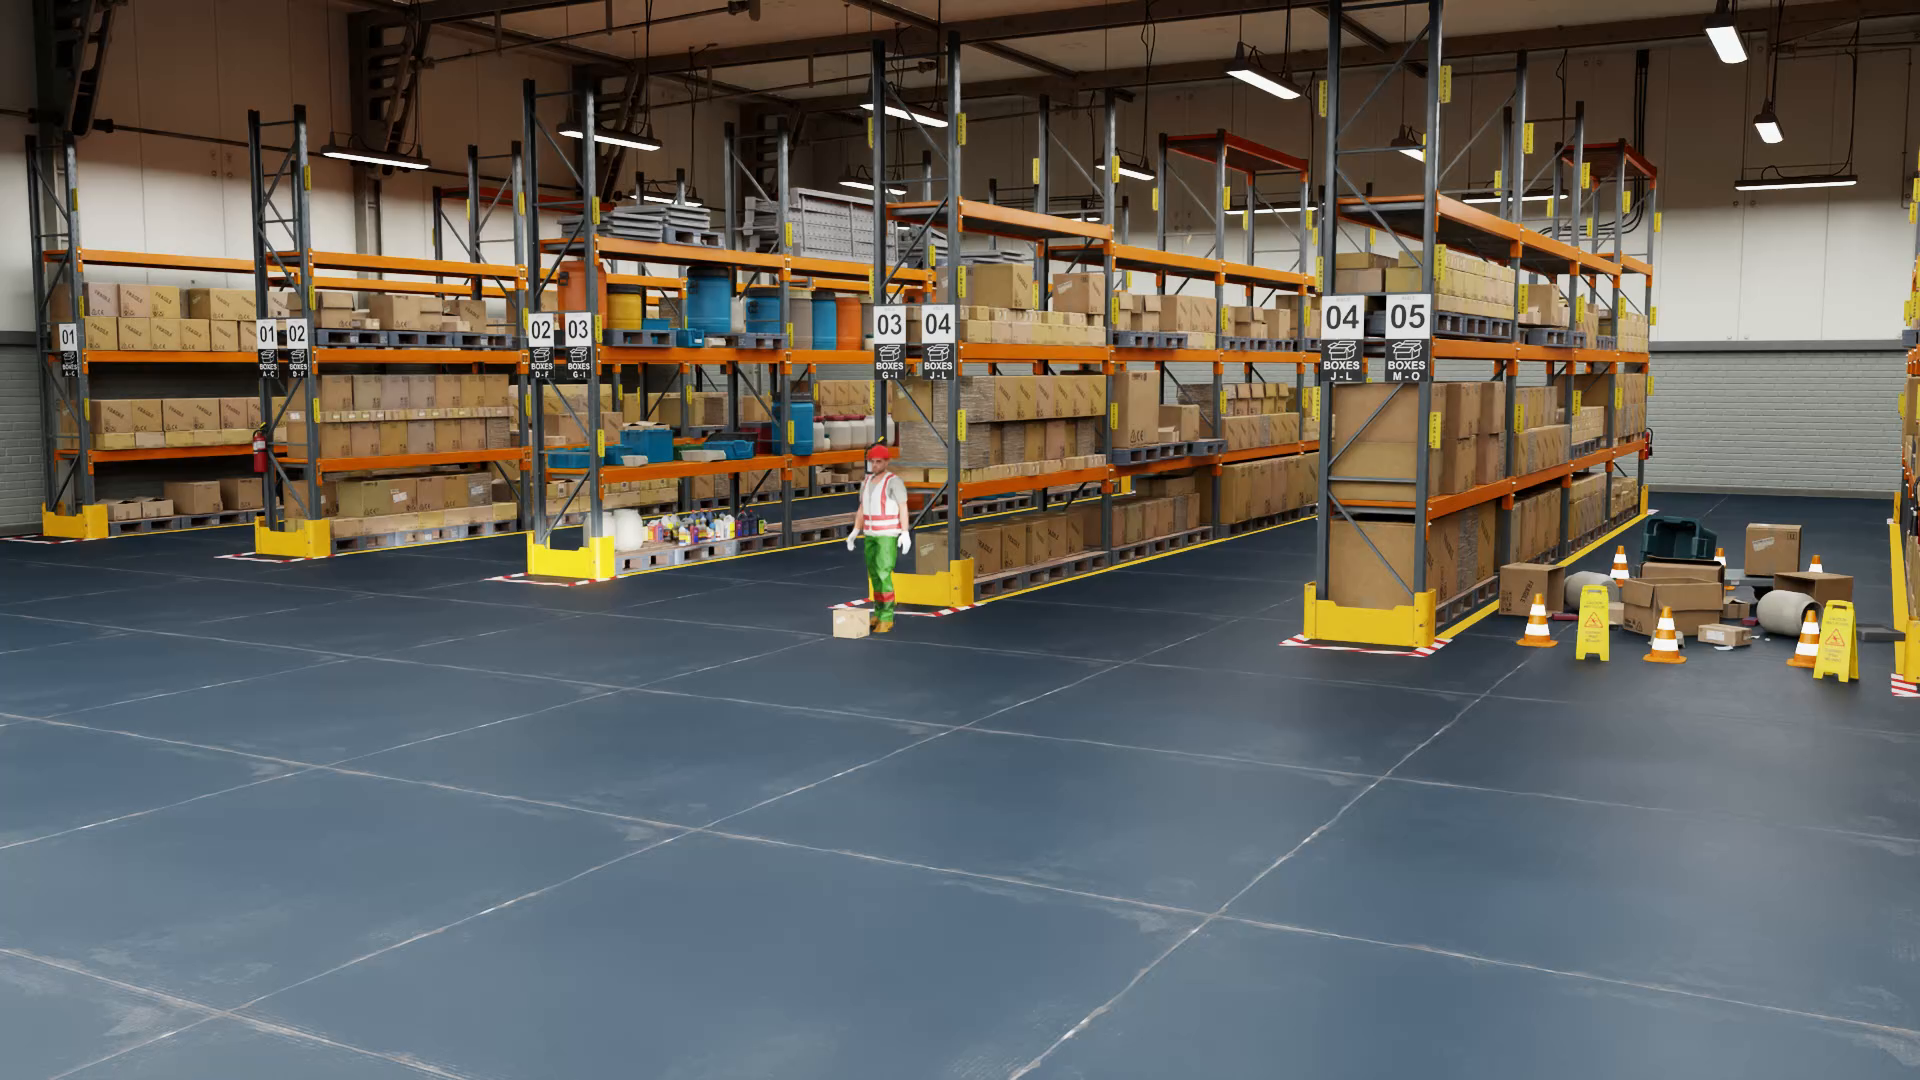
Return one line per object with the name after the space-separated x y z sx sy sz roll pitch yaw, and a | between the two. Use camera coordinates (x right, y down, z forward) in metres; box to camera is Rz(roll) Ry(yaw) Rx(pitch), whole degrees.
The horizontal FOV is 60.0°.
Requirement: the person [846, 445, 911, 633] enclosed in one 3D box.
-0.820 -0.001 16.188 0.474 1.852 0.634 -6 8 -43 | person
